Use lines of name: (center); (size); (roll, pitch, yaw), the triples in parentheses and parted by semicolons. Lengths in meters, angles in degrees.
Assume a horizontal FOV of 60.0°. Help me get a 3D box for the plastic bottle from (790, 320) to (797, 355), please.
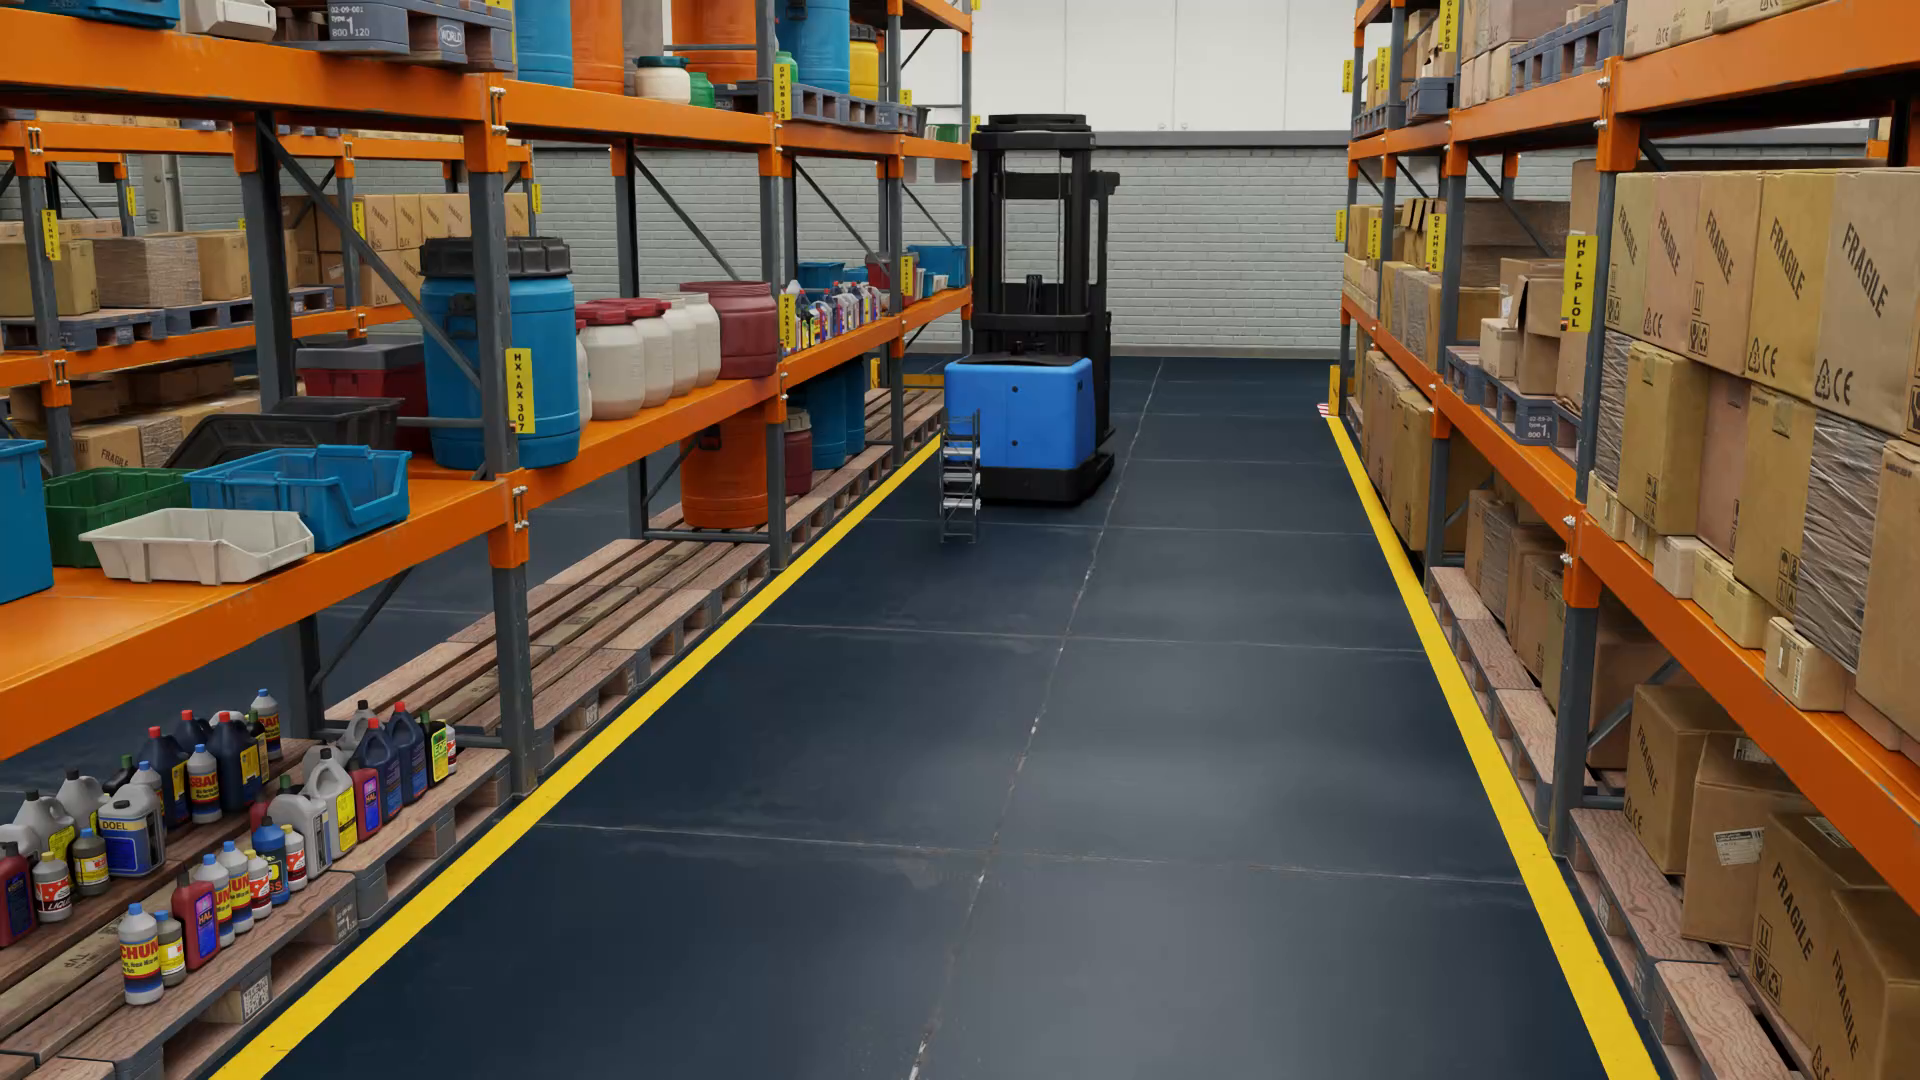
plastic bottle: (-1.128, -1.377, 11.042); (0.061, 0.283, 0.133); (2, 12, 9)

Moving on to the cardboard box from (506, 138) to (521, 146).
cardboard box: (-5.091, -4.392, 17.989); (0.500, 0.250, 0.500); (2, 12, 9)

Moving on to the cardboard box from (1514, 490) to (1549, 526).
cardboard box: (3.140, -0.236, 8.577); (0.500, 0.250, 0.500); (3, 13, 15)

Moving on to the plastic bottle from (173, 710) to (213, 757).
plastic bottle: (-2.759, 0.779, 6.001); (0.144, 0.351, 0.185); (2, 12, 10)

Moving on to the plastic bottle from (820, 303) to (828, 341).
plastic bottle: (-1.001, -1.568, 11.956); (0.097, 0.271, 0.097); (0, 12, 0)

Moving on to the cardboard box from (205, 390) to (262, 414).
cardboard box: (-5.842, -0.956, 13.698); (0.500, 0.500, 0.500); (2, 12, 9)

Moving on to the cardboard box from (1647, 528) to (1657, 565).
cardboard box: (2.248, 0.020, 4.877); (0.380, 0.149, 0.250); (2, 12, 9)

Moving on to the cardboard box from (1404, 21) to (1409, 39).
cardboard box: (4.195, -4.509, 14.922); (0.500, 0.250, 0.500); (1, 12, 7)

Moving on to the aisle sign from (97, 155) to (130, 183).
aisle sign: (-9.860, -4.550, 19.317); (0.394, 0.787, 0.004); (2, 12, 9)

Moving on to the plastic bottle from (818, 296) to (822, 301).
plastic bottle: (-1.051, -1.708, 12.604); (0.097, 0.271, 0.097); (0, 12, 0)

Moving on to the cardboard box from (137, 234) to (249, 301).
cardboard box: (-6.099, -2.166, 13.191); (0.700, 0.500, 0.500); (-1, 12, -6)

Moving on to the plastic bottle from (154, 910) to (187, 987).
plastic bottle: (-2.237, 1.141, 4.675); (0.097, 0.201, 0.097); (0, 12, 0)

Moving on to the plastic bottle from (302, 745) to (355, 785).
plastic bottle: (-2.218, 0.845, 5.873); (0.152, 0.276, 0.135); (2, 12, 9)

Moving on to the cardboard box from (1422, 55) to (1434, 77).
cardboard box: (3.642, -3.363, 12.071); (0.500, 0.311, 0.500); (1, 12, 7)

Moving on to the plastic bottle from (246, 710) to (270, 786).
plastic bottle: (-2.624, 0.781, 6.152); (0.061, 0.283, 0.133); (2, 12, 9)

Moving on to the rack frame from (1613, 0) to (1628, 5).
rack frame: (2.670, -3.227, 5.109); (1.000, 3.000, 0.127); (2, 12, 9)

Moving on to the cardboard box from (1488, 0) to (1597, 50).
cardboard box: (2.806, -2.587, 7.834); (0.500, 0.500, 0.500); (2, 12, 7)

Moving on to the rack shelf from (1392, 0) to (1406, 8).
rack shelf: (3.592, -3.929, 11.022); (1.077, 0.370, 4.000); (2, 12, 9)

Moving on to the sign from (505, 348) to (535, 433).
sign: (-1.682, -0.570, 6.363); (0.100, 0.325, 0.005); (2, 12, 9)

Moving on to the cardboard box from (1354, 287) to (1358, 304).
cardboard box: (3.899, -2.286, 15.579); (0.380, 0.149, 0.250); (2, 12, 7)

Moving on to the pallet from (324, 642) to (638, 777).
pallet: (-2.142, 0.743, 7.544); (1.003, 0.211, 1.213); (2, 12, 9)

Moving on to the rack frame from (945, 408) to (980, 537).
rack frame: (0.017, -0.463, 11.505); (0.240, 0.900, 0.006); (2, 12, 9)

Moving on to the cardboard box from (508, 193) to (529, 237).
cardboard box: (-5.069, -3.551, 18.238); (0.500, 0.500, 0.500); (2, 12, 8)

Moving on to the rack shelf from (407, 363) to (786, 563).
rack shelf: (-1.917, -0.520, 8.493); (1.077, 0.370, 4.000); (2, 12, 9)

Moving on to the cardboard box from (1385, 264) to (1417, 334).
cardboard box: (3.506, -1.817, 12.565); (0.500, 0.500, 0.500); (2, 12, 9)

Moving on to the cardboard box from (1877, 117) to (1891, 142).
cardboard box: (9.079, -3.919, 15.793); (0.500, 0.250, 0.500); (2, 12, 11)

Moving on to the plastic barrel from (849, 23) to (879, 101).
plastic barrel: (-0.934, -3.688, 12.921); (0.600, 0.588, 0.600); (0, 12, 0)

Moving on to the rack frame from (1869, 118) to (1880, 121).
rack frame: (9.401, -5.544, 15.857); (1.000, 3.000, 0.127); (2, 12, 9)

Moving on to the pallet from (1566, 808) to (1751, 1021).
pallet: (2.601, 1.209, 5.381); (1.003, 0.211, 1.213); (2, 12, 9)

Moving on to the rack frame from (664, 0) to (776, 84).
rack frame: (-1.609, -4.221, 9.717); (1.000, 3.000, 0.127); (2, 12, 9)

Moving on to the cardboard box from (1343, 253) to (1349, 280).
cardboard box: (4.175, -2.774, 16.894); (0.500, 0.250, 0.500); (2, 12, 7)

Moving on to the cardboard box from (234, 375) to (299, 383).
cardboard box: (-6.203, -1.182, 14.748); (0.500, 0.500, 0.500); (1, 12, 6)

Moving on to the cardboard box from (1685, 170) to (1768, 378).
cardboard box: (2.196, -0.684, 4.231); (0.500, 0.500, 0.500); (2, 12, 9)

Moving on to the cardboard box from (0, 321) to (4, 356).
cardboard box: (-6.602, -1.331, 10.762); (0.500, 0.311, 0.500); (3, 12, 12)

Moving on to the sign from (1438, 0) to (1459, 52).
sign: (2.738, -2.905, 9.317); (0.100, 0.325, 0.005); (2, 12, 9)

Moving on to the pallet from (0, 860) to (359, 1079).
pallet: (-2.554, 1.301, 4.955); (1.003, 0.211, 1.213); (2, 12, 9)

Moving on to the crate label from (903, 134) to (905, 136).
crate label: (-0.633, -3.550, 14.354); (0.293, 0.136, 0.466); (2, 12, 9)

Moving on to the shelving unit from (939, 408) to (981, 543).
shelving unit: (0.001, -0.442, 11.406); (0.258, 0.900, 0.210); (2, 12, 9)

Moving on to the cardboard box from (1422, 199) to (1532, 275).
cardboard box: (3.613, -2.094, 11.470); (0.797, 0.503, 0.637); (2, 12, 10)

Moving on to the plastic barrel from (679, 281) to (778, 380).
plastic barrel: (-1.381, -1.248, 9.841); (0.600, 0.536, 0.708); (2, 12, 9)

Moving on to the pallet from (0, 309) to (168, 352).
pallet: (-6.468, -1.499, 11.783); (1.213, 0.211, 1.003); (2, 12, 9)

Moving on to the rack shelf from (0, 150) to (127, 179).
rack shelf: (-10.476, -3.973, 17.394); (1.077, 0.370, 4.000); (2, 12, 9)

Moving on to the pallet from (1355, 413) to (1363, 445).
pallet: (4.280, -1.007, 15.667); (1.003, 0.211, 1.213); (2, 12, 9)

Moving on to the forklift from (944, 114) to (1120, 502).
forklift: (0.702, -1.985, 13.747); (1.130, 2.935, 3.031); (3, 12, 13)

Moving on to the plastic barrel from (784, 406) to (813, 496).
plastic barrel: (-1.377, -0.652, 12.125); (0.600, 0.588, 0.708); (2, 12, 9)

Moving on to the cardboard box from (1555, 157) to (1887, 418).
cardboard box: (2.930, -0.954, 6.380); (1.000, 1.000, 1.000); (2, 12, 9)

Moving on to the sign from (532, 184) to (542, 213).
sign: (-4.727, -3.813, 18.567); (0.100, 0.325, 0.005); (2, 12, 9)

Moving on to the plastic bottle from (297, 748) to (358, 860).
plastic bottle: (-2.118, 0.875, 5.556); (0.144, 0.351, 0.185); (2, 12, 8)

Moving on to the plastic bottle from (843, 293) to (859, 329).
plastic bottle: (-0.869, -1.786, 12.957); (0.152, 0.276, 0.135); (2, 12, 9)

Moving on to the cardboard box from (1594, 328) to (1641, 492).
cardboard box: (2.539, -0.397, 5.274); (0.875, 0.500, 0.500); (2, 12, 9)

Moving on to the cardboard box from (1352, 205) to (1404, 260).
cardboard box: (4.024, -2.928, 15.830); (0.500, 0.500, 0.500); (2, 12, 7)

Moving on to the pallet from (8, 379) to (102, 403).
pallet: (-10.214, -1.742, 19.076); (1.003, 0.211, 1.213); (2, 12, 9)

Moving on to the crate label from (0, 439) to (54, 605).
crate label: (-2.824, -0.032, 4.437); (0.502, 0.435, 0.616); (2, 12, 9)
